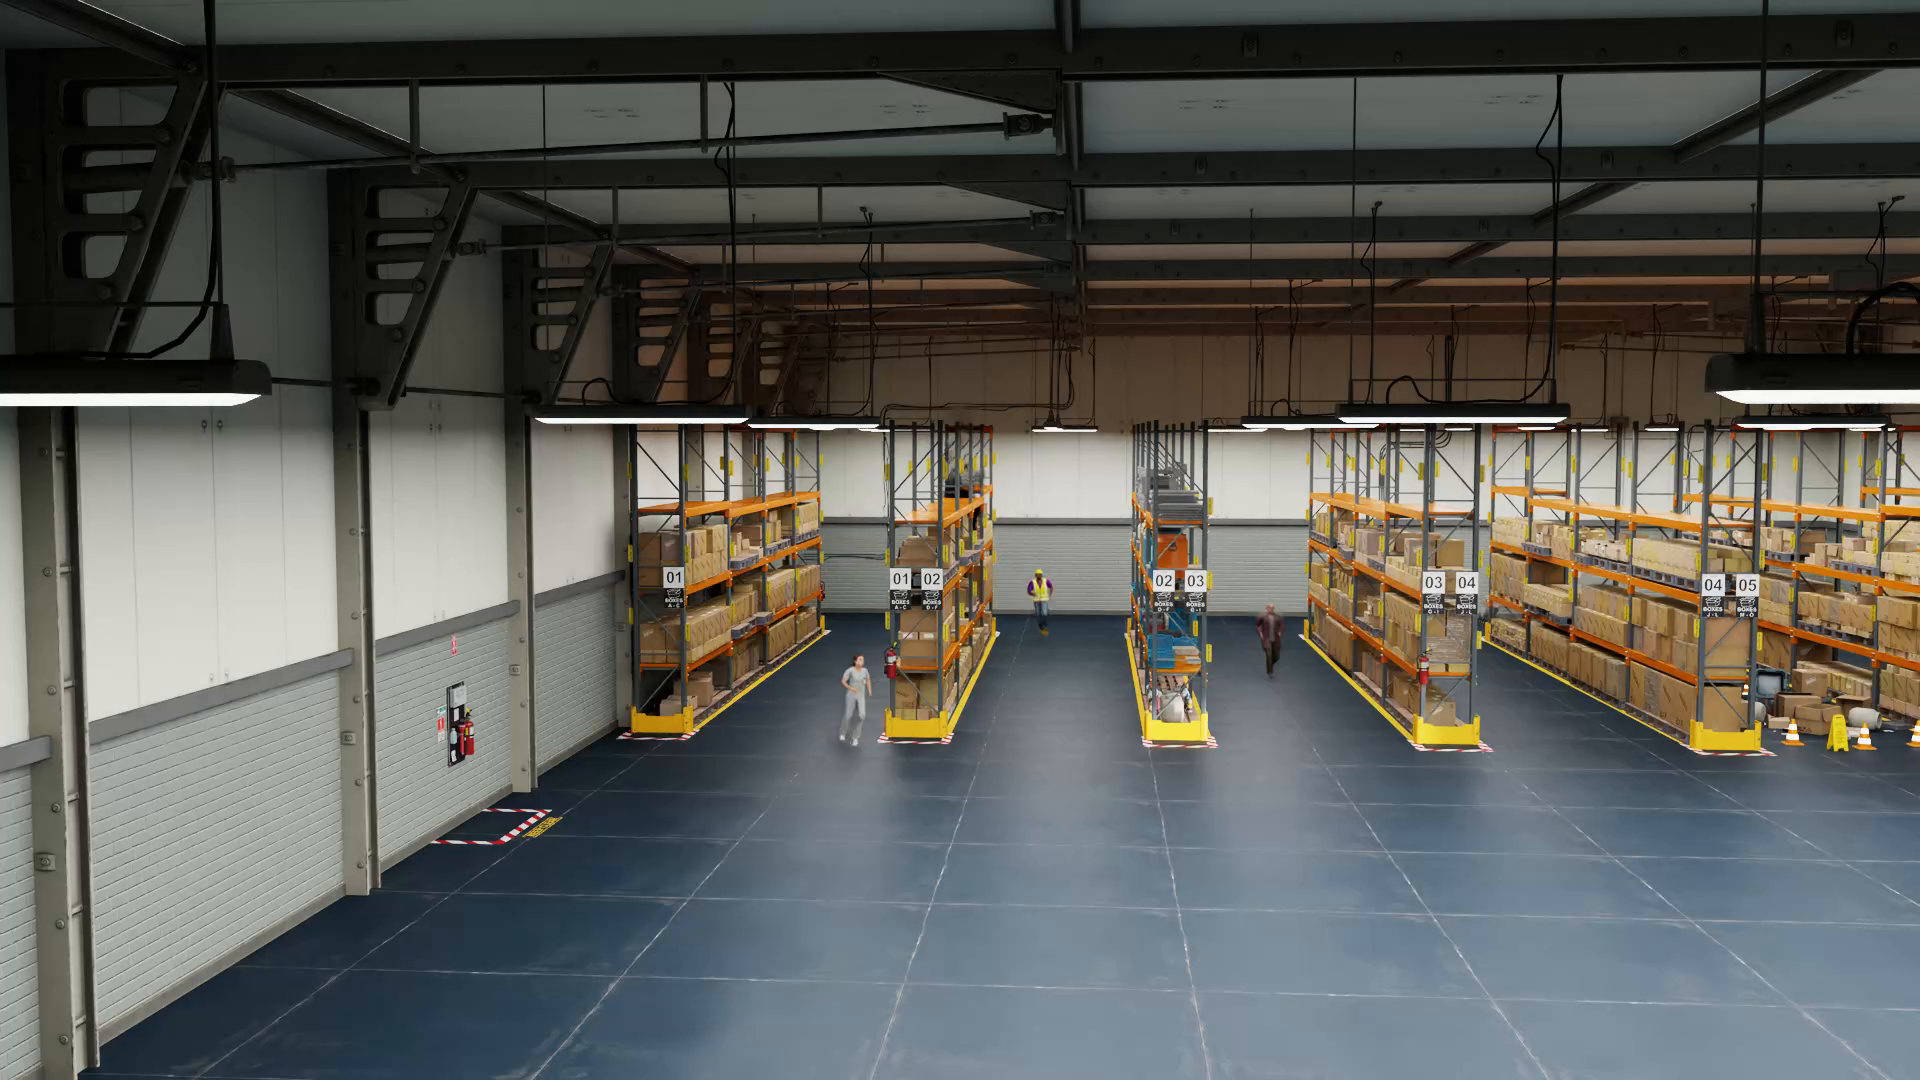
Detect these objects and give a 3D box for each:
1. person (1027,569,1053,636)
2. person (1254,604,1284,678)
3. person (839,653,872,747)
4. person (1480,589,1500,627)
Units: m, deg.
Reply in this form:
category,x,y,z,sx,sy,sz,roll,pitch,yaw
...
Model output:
category,x,y,z,sx,sy,sz,roll,pitch,yaw
person,2.181,1.714,45.412,0.704,1.830,0.687,0,4,3
person,7.321,2.366,39.322,0.715,1.733,0.813,0,4,-4
person,-1.914,2.946,30.845,0.626,1.696,0.660,-2,4,-24
person,15.093,1.845,47.266,0.552,1.666,0.675,-1,4,-12
